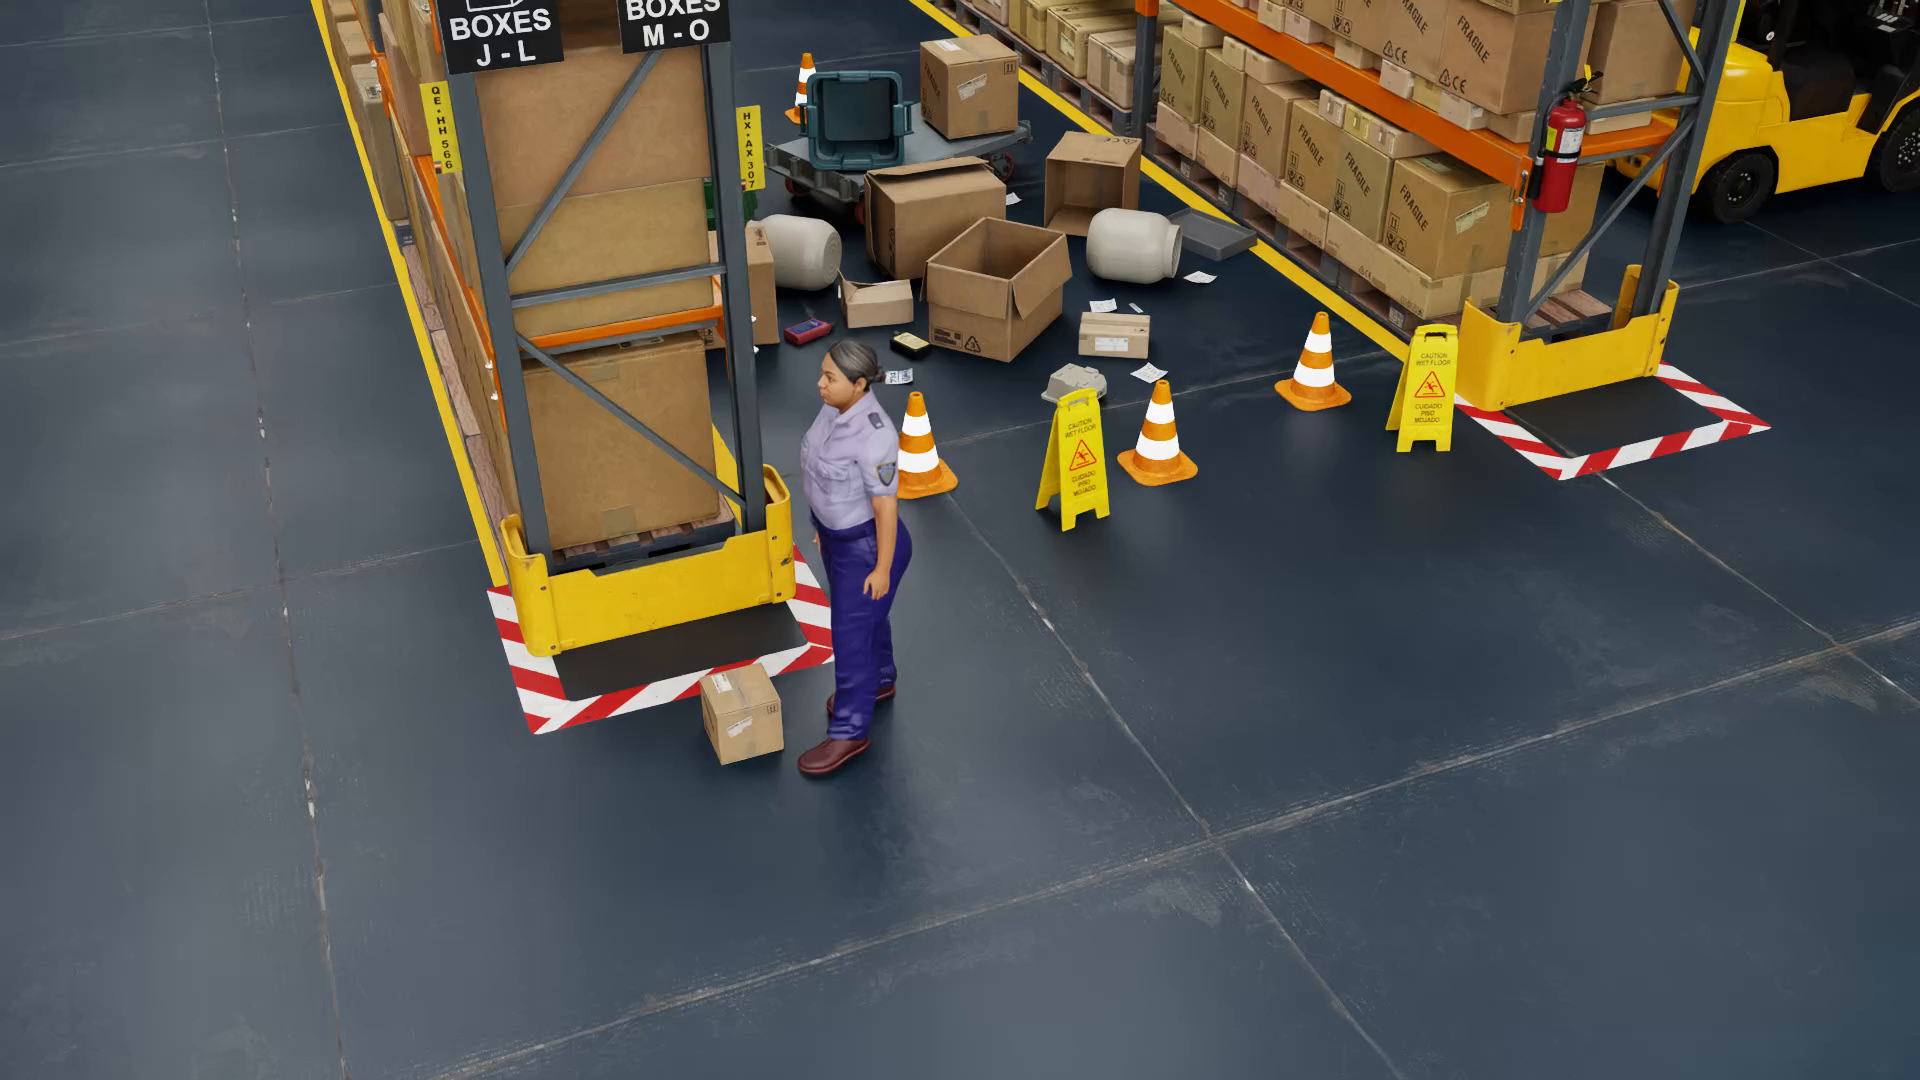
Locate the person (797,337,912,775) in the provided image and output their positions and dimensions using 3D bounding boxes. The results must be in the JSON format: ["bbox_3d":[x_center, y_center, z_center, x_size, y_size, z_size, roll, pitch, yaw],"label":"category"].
[{"bbox_3d":[-0.454,0.035,6.087,0.522,1.648,0.504,-14,36,-20],"label":"person"}]
